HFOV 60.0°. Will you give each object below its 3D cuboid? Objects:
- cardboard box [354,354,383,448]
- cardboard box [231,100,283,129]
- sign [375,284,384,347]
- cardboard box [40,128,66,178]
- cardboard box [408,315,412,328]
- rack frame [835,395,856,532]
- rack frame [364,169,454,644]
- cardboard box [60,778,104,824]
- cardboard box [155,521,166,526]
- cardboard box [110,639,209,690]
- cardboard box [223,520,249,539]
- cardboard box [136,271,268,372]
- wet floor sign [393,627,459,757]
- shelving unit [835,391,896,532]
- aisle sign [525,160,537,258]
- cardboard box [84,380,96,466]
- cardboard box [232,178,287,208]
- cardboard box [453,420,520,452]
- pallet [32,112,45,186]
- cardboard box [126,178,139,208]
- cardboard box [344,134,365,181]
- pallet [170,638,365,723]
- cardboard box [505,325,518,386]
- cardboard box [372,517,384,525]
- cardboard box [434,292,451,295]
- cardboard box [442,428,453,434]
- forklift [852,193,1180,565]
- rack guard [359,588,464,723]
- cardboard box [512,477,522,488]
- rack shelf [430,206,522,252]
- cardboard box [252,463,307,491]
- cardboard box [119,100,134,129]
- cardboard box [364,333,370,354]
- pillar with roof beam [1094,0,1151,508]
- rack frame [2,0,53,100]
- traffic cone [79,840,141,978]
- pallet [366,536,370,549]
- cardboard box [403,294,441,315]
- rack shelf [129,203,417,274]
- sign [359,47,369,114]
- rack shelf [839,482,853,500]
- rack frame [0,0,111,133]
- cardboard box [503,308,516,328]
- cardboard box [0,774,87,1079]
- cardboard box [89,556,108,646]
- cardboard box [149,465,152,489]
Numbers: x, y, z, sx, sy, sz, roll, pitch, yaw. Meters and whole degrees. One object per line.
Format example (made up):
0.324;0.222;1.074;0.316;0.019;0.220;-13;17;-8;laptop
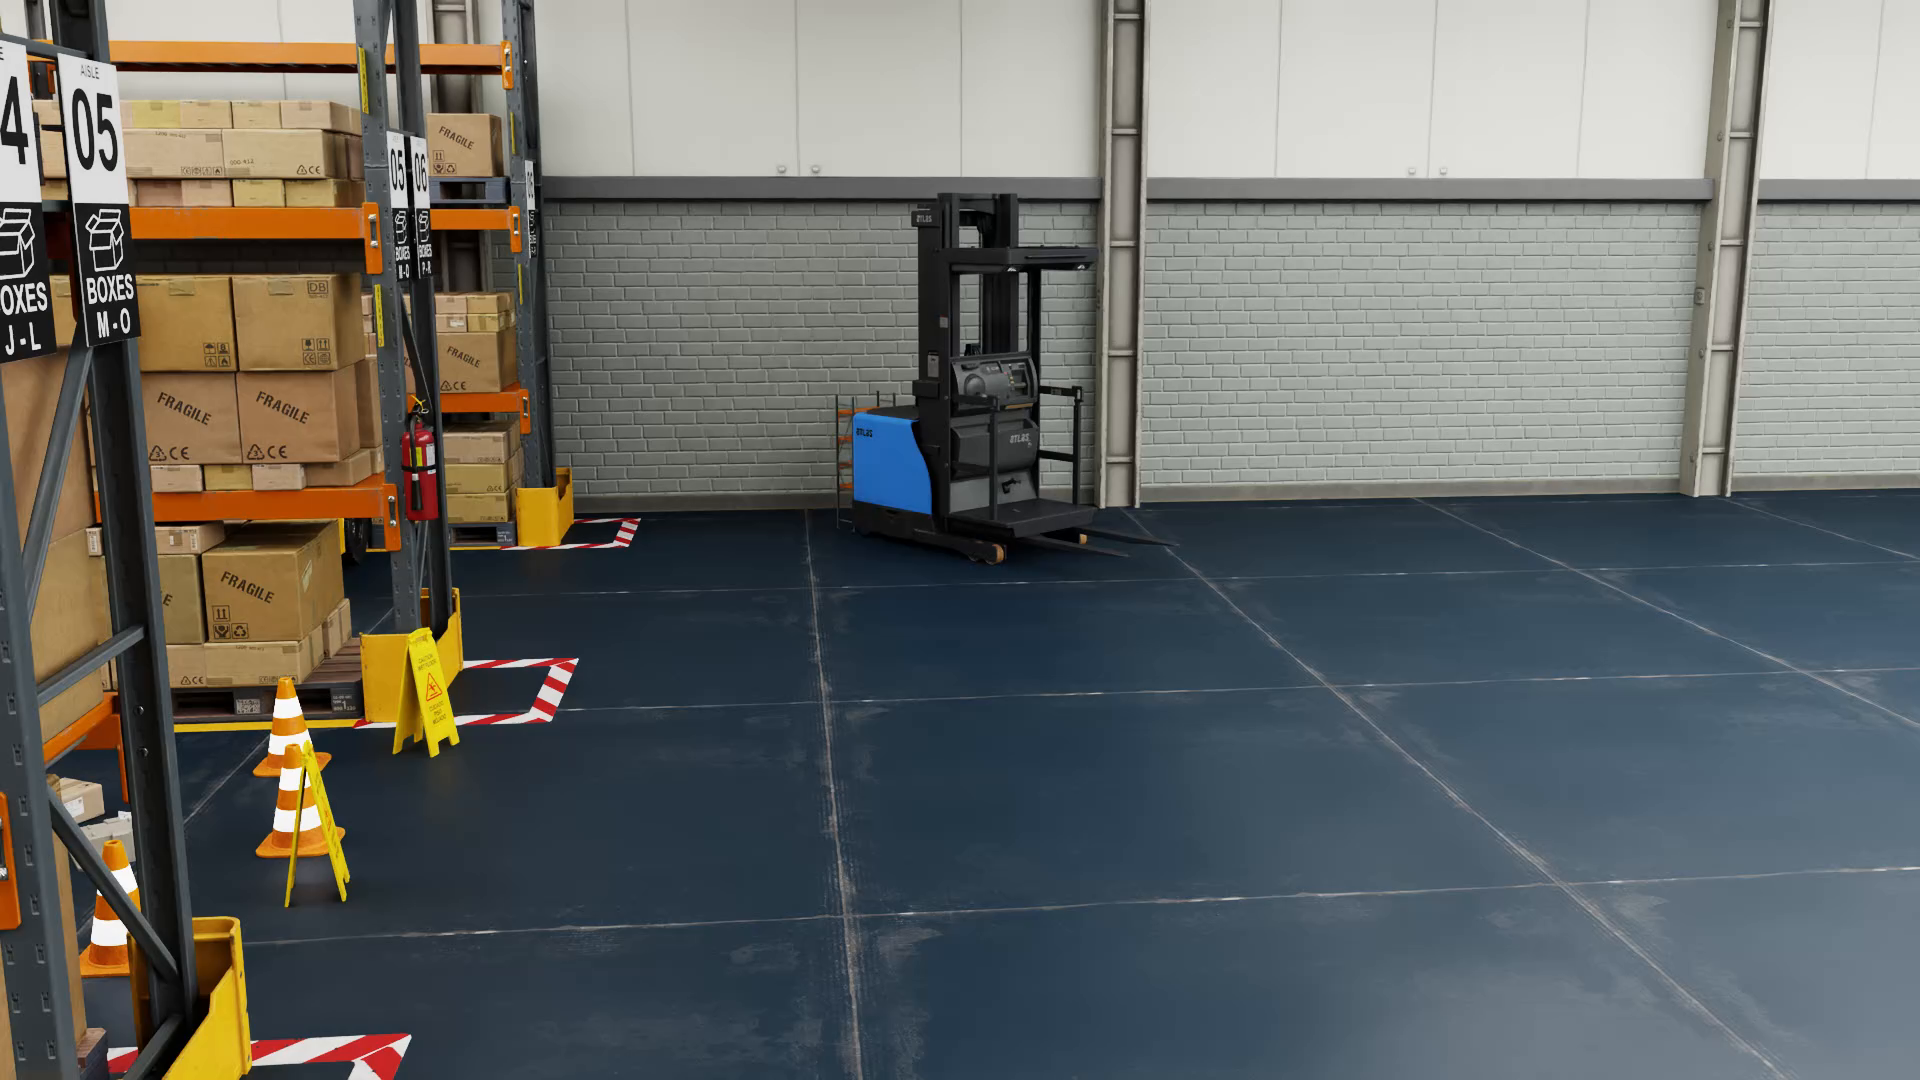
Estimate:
-3.622;-0.812;9.694;0.500;0.500;0.500;-1;11;-7;cardboard box
-3.686;-2.252;8.856;0.250;0.149;0.380;-1;11;-5;cardboard box
-3.081;-1.190;8.826;0.005;0.325;0.100;-1;11;-6;sign
-4.616;-2.034;8.779;0.500;0.250;0.500;-1;11;-4;cardboard box
-4.491;-1.827;13.947;0.250;0.149;0.380;-1;11;-5;cardboard box
-1.012;-0.677;14.700;0.015;1.200;0.240;-11;15;-43;rack frame
-3.121;-0.574;9.512;0.127;3.000;1.000;-1;11;-6;rack frame
-4.205;1.240;7.677;0.250;0.149;0.380;5;12;23;cardboard box
-4.497;-0.025;9.134;0.250;0.149;0.380;-1;11;-5;cardboard box
-4.411;0.647;9.341;0.500;0.250;0.500;-1;11;-6;cardboard box
-4.496;0.177;9.785;0.500;0.500;0.500;-2;11;-8;cardboard box
-4.109;-1.198;9.063;0.500;0.500;0.700;-1;11;-6;cardboard box
-2.817;0.782;8.715;0.232;0.644;0.267;3;11;14;wet floor sign
-0.838;-0.710;14.868;0.503;1.200;0.258;-11;15;-43;shelving unit
-3.564;-2.746;13.823;0.004;0.787;0.394;-1;11;-6;aisle sign
-4.627;-0.686;9.049;0.500;0.500;0.500;-1;11;-6;cardboard box
-3.689;-1.850;8.877;0.250;0.149;0.380;-1;11;-6;cardboard box
-4.159;-0.900;14.615;0.500;0.250;0.500;-1;11;-7;cardboard box
-3.222;-1.038;4.324;1.213;0.211;1.003;-1;11;-6;pallet
-4.459;-1.844;8.848;0.250;0.149;0.380;-1;11;-7;cardboard box
-3.650;-2.159;9.415;0.500;0.250;0.500;-1;11;-7;cardboard box
-4.008;0.806;9.721;1.213;0.211;1.003;-1;11;-6;pallet
-4.183;-1.618;14.562;0.500;0.500;0.500;-1;11;-4;cardboard box
-5.088;-0.295;14.132;0.500;0.250;0.500;-1;11;-5;cardboard box
-4.543;-2.066;14.388;0.250;0.149;0.380;-1;11;-5;cardboard box
-4.592;-0.792;14.068;0.500;0.250;0.500;-1;11;-5;cardboard box
0.437;-1.351;13.640;1.130;2.935;3.031;-11;15;-43;forklift
-3.197;0.654;9.745;0.348;0.500;1.175;-1;11;-6;rack guard
-4.170;-0.410;14.717;0.500;0.250;0.500;-1;11;-6;cardboard box
-5.649;-2.603;13.921;4.000;0.370;1.077;-1;11;-6;rack shelf
-3.710;-0.375;9.152;0.250;0.149;0.380;-1;11;-7;cardboard box
-4.439;-2.244;8.815;0.250;0.149;0.380;-1;11;-6;cardboard box
-5.148;-1.494;13.935;0.500;0.500;0.500;-1;11;-7;cardboard box
1.979;-3.927;11.016;0.400;9.000;9.100;-1;11;-6;pillar with roof beam
-7.637;-4.386;13.351;0.127;3.000;1.000;-1;11;-6;rack frame
-3.167;1.357;6.267;0.334;0.463;0.336;-1;11;-6;traffic cone
-5.627;-0.109;14.374;1.213;0.211;1.003;-1;11;-6;pallet
-4.493;-1.969;13.898;0.250;0.149;0.380;-1;11;-5;cardboard box
-5.109;-1.651;9.080;4.000;0.370;1.077;-1;11;-6;rack shelf
-3.081;-2.373;8.593;0.005;0.325;0.100;-1;11;-6;sign
-0.838;-0.449;14.919;0.480;0.148;0.258;-11;15;-43;rack shelf
-2.486;-2.570;4.115;0.127;3.000;1.000;-1;11;-6;rack frame
-4.026;-1.936;14.498;0.250;0.149;0.380;-1;11;-8;cardboard box
-3.153;1.237;4.722;0.875;0.875;0.875;-1;11;-6;cardboard box
-4.910;0.289;9.219;0.500;0.500;0.500;-1;11;-7;cardboard box
-4.489;-0.385;9.199;0.250;0.149;0.380;-1;11;-5;cardboard box
